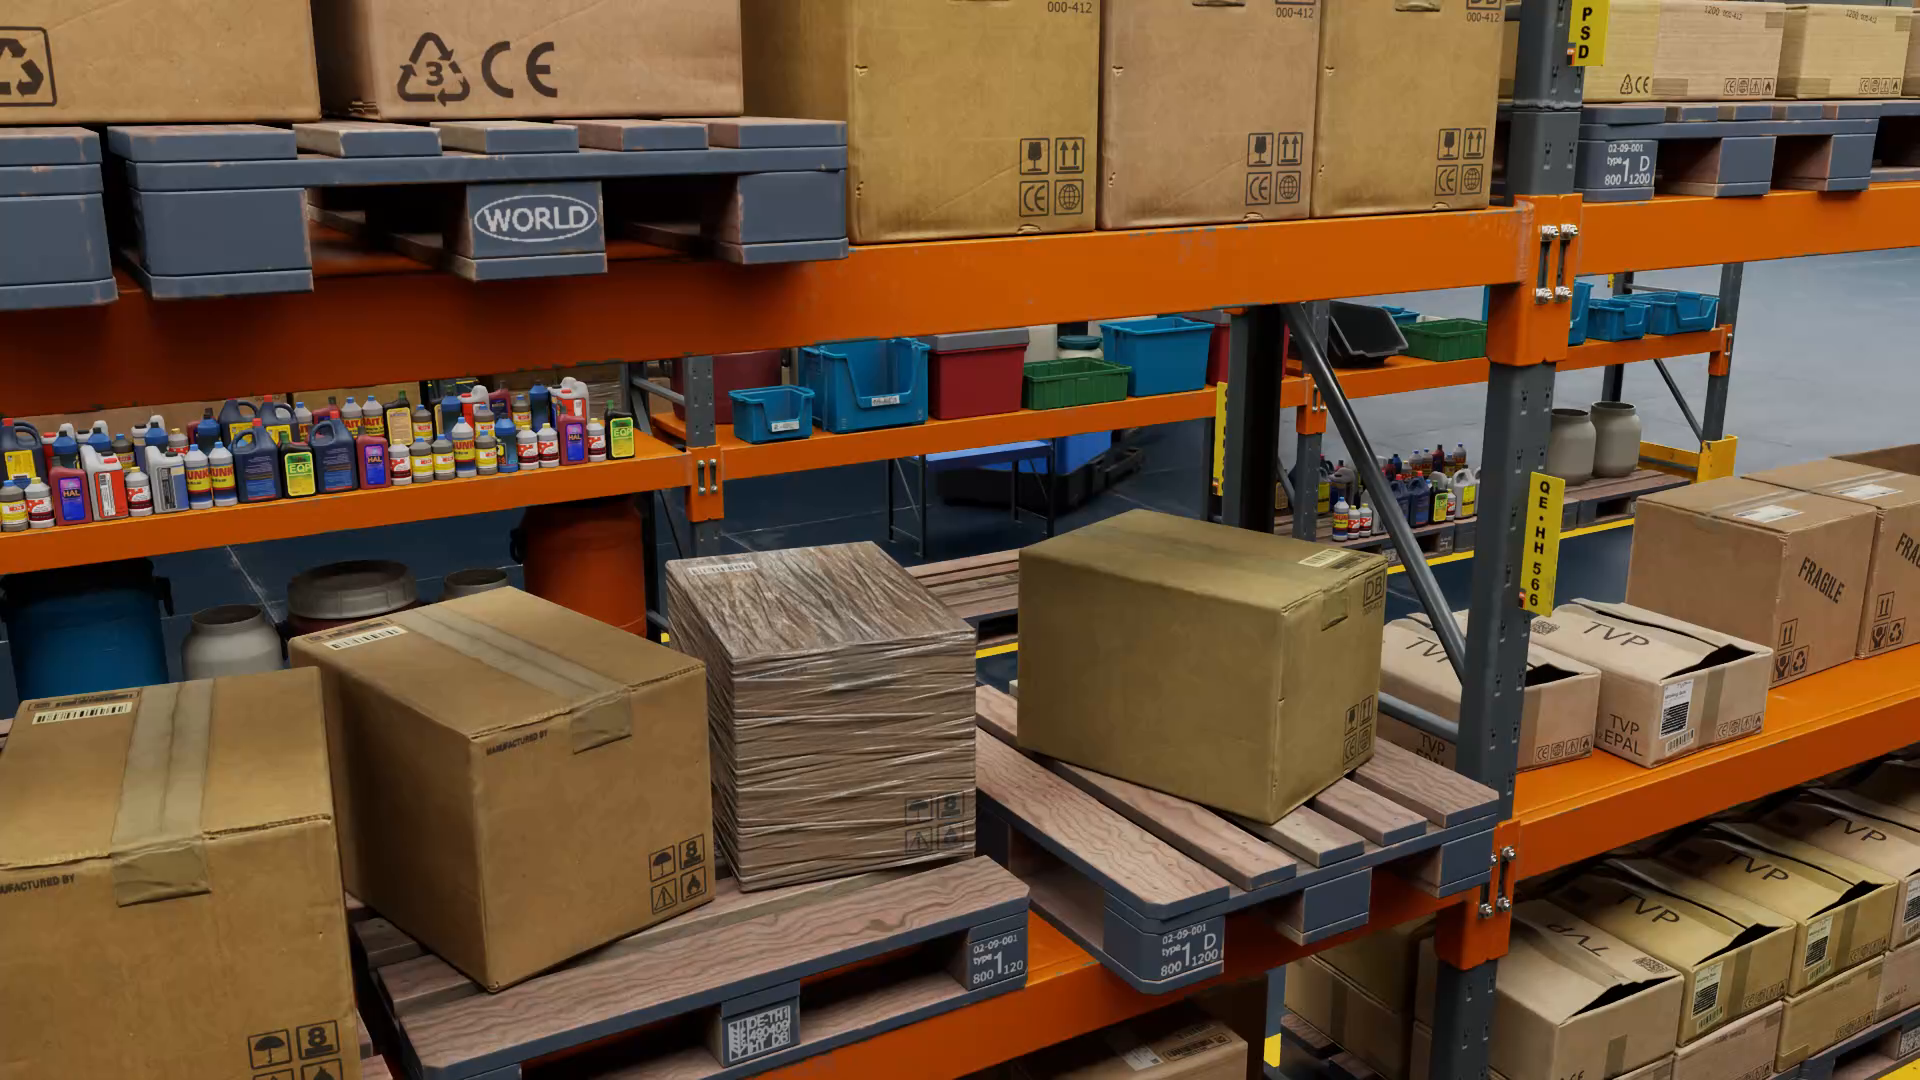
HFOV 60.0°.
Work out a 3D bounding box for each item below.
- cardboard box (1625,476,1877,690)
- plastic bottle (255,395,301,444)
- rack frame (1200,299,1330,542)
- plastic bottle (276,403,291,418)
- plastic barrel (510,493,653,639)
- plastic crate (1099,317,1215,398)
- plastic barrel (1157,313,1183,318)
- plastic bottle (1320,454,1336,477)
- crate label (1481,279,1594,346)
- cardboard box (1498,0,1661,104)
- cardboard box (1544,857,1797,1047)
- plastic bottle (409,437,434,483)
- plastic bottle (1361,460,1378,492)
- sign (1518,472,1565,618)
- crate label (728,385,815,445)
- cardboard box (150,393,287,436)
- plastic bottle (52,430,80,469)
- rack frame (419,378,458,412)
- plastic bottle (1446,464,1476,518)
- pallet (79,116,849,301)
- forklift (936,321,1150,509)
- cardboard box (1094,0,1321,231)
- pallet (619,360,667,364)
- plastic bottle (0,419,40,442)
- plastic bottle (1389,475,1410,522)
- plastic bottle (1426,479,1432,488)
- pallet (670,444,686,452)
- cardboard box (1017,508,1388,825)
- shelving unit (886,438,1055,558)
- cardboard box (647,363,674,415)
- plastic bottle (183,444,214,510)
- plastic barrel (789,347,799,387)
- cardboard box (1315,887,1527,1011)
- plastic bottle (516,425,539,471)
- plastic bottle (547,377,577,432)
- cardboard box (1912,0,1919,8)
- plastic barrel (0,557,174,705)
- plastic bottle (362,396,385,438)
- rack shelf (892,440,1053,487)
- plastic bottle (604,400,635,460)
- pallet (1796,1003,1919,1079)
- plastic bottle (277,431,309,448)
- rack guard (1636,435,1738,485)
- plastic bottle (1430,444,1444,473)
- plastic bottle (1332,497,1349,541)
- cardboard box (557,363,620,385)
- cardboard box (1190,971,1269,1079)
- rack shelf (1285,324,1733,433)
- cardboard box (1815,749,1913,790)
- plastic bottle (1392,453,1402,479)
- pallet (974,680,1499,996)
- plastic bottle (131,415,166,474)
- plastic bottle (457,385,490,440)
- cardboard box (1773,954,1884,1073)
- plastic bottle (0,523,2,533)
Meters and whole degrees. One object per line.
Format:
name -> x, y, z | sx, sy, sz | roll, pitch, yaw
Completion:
cardboard box -> 2.474, 0.121, 5.237 | 0.500, 0.500, 0.500 | -10, 19, -33
plastic bottle -> -3.175, -0.501, 7.732 | 0.185, 0.351, 0.144 | -9, 18, -30
rack frame -> 1.925, -1.297, 10.479 | 0.127, 3.000, 1.000 | -9, 18, -30
plastic bottle -> -3.230, -0.503, 7.876 | 0.135, 0.276, 0.152 | -9, 18, -30
plastic barrel -> -1.915, 0.174, 8.475 | 0.708, 0.830, 0.600 | -9, 18, -30
plastic crate -> 1.139, -1.064, 9.677 | 0.575, 0.384, 0.392 | -9, 18, -30
plastic barrel -> 1.438, -1.555, 10.469 | 0.708, 0.901, 0.600 | -9, 18, -30
plastic bottle -> 2.493, -0.416, 11.429 | 0.185, 0.351, 0.144 | -10, 19, -32
crate label -> 3.915, -1.551, 11.322 | 0.616, 0.435, 0.502 | -9, 18, -30
cardboard box -> 1.404, -1.245, 4.235 | 0.500, 0.250, 0.500 | -11, 19, -34
cardboard box -> 2.090, 1.178, 4.928 | 0.500, 0.311, 0.500 | -10, 18, -31
plastic bottle -> -2.438, -0.365, 7.523 | 0.097, 0.201, 0.097 | 0, 16, 0
plastic bottle -> 2.845, -0.408, 11.527 | 0.133, 0.283, 0.061 | -9, 18, -30
sign -> 1.331, 0.011, 3.816 | 0.005, 0.325, 0.100 | -9, 18, -30
crate label -> -0.950, -0.632, 8.417 | 0.416, 0.233, 0.303 | -9, 18, -30
cardboard box -> -5.425, -0.853, 12.053 | 0.875, 0.875, 1.225 | -9, 18, -30
plastic bottle -> -3.936, -0.347, 7.329 | 0.097, 0.271, 0.097 | 0, 16, 0
rack frame -> -4.055, -1.887, 12.583 | 0.127, 3.000, 1.000 | -9, 18, -30
plastic bottle -> 3.357, -0.335, 11.139 | 0.185, 0.351, 0.144 | -9, 18, -30
pallet -> -0.902, -0.611, 2.824 | 1.003, 0.211, 1.213 | -9, 18, -30
forklift -> 0.875, -1.992, 13.087 | 1.130, 2.935, 3.031 | 7, 17, 23
cardboard box -> 0.250, -0.947, 3.489 | 0.500, 0.500, 0.910 | -9, 18, -30
pallet -> -3.716, -2.137, 18.642 | 1.213, 0.211, 1.003 | -9, 18, -30
plastic bottle -> -4.155, -0.390, 7.336 | 0.185, 0.351, 0.144 | -9, 18, -30
plastic bottle -> 2.830, -0.249, 10.835 | 0.185, 0.351, 0.144 | -9, 18, -28
plastic bottle -> 3.099, -0.266, 11.043 | 0.097, 0.271, 0.097 | 0, 16, 0
pallet -> -2.340, -0.821, 13.947 | 1.213, 0.211, 1.003 | -9, 18, -30
cardboard box -> 0.562, 0.269, 3.929 | 0.700, 0.500, 0.500 | 13, 20, 38
shelving unit -> 0.073, -0.734, 11.250 | 1.048, 1.500, 0.538 | -9, 18, -30
cardboard box -> -2.539, -1.153, 13.782 | 0.500, 0.500, 0.700 | -8, 17, -25
plastic bottle -> -3.234, -0.270, 7.053 | 0.097, 0.271, 0.097 | 0, 16, 0
plastic barrel -> -0.732, -0.987, 9.166 | 0.421, 0.512, 0.421 | 0, 16, 0
cardboard box -> 1.366, 1.128, 5.107 | 0.500, 0.311, 0.500 | -9, 18, -28
plastic bottle -> -2.021, -0.433, 7.764 | 0.097, 0.201, 0.097 | 0, 16, 0
plastic bottle -> -2.041, -0.696, 8.564 | 0.135, 0.276, 0.152 | -9, 18, -30
cardboard box -> 3.447, -1.925, 5.271 | 0.500, 0.500, 0.500 | -7, 17, -24
plastic barrel -> -3.851, 0.453, 7.345 | 0.708, 0.901, 0.600 | -9, 18, -30
plastic bottle -> -2.864, -0.569, 8.120 | 0.097, 0.271, 0.097 | 0, 16, 0
rack shelf -> 0.073, -0.561, 11.298 | 1.000, 0.185, 0.538 | -9, 18, -30
plastic bottle -> -1.631, -0.530, 7.958 | 0.133, 0.283, 0.061 | -9, 18, -30
pallet -> 2.814, 1.475, 5.758 | 1.213, 0.211, 1.003 | -9, 18, -30
plastic bottle -> -2.915, -0.341, 7.284 | 0.133, 0.283, 0.061 | -9, 18, -30
rack guard -> 5.313, -0.628, 12.723 | 0.348, 0.500, 1.175 | -9, 18, -30
plastic bottle -> 3.435, -0.550, 12.030 | 0.133, 0.283, 0.061 | -9, 18, -29
plastic bottle -> 2.424, -0.138, 10.584 | 0.097, 0.271, 0.097 | 0, 16, 0
cardboard box -> -3.046, -1.432, 13.388 | 0.500, 0.250, 0.500 | -7, 17, -23
cardboard box -> 0.506, 1.395, 4.693 | 0.500, 0.500, 0.500 | -8, 18, -27
rack shelf -> 3.639, -1.228, 11.568 | 4.000, 0.370, 1.077 | -9, 18, -30
cardboard box -> 3.115, 0.842, 6.126 | 0.500, 0.311, 0.500 | -10, 18, -32
plastic bottle -> 3.086, -0.481, 11.809 | 0.097, 0.271, 0.097 | 0, 16, 0
pallet -> 0.499, 0.609, 4.037 | 1.003, 0.211, 1.213 | -9, 18, -30
plastic bottle -> -3.702, -0.426, 7.604 | 0.135, 0.276, 0.152 | -9, 18, -30
plastic bottle -> -2.438, -0.631, 8.335 | 0.135, 0.276, 0.152 | -9, 18, -30
cardboard box -> 2.517, 1.379, 5.249 | 0.500, 0.250, 0.500 | -10, 18, -31
plastic bottle -> -3.913, -0.160, 6.660 | 0.097, 0.271, 0.097 | 0, 16, 0
